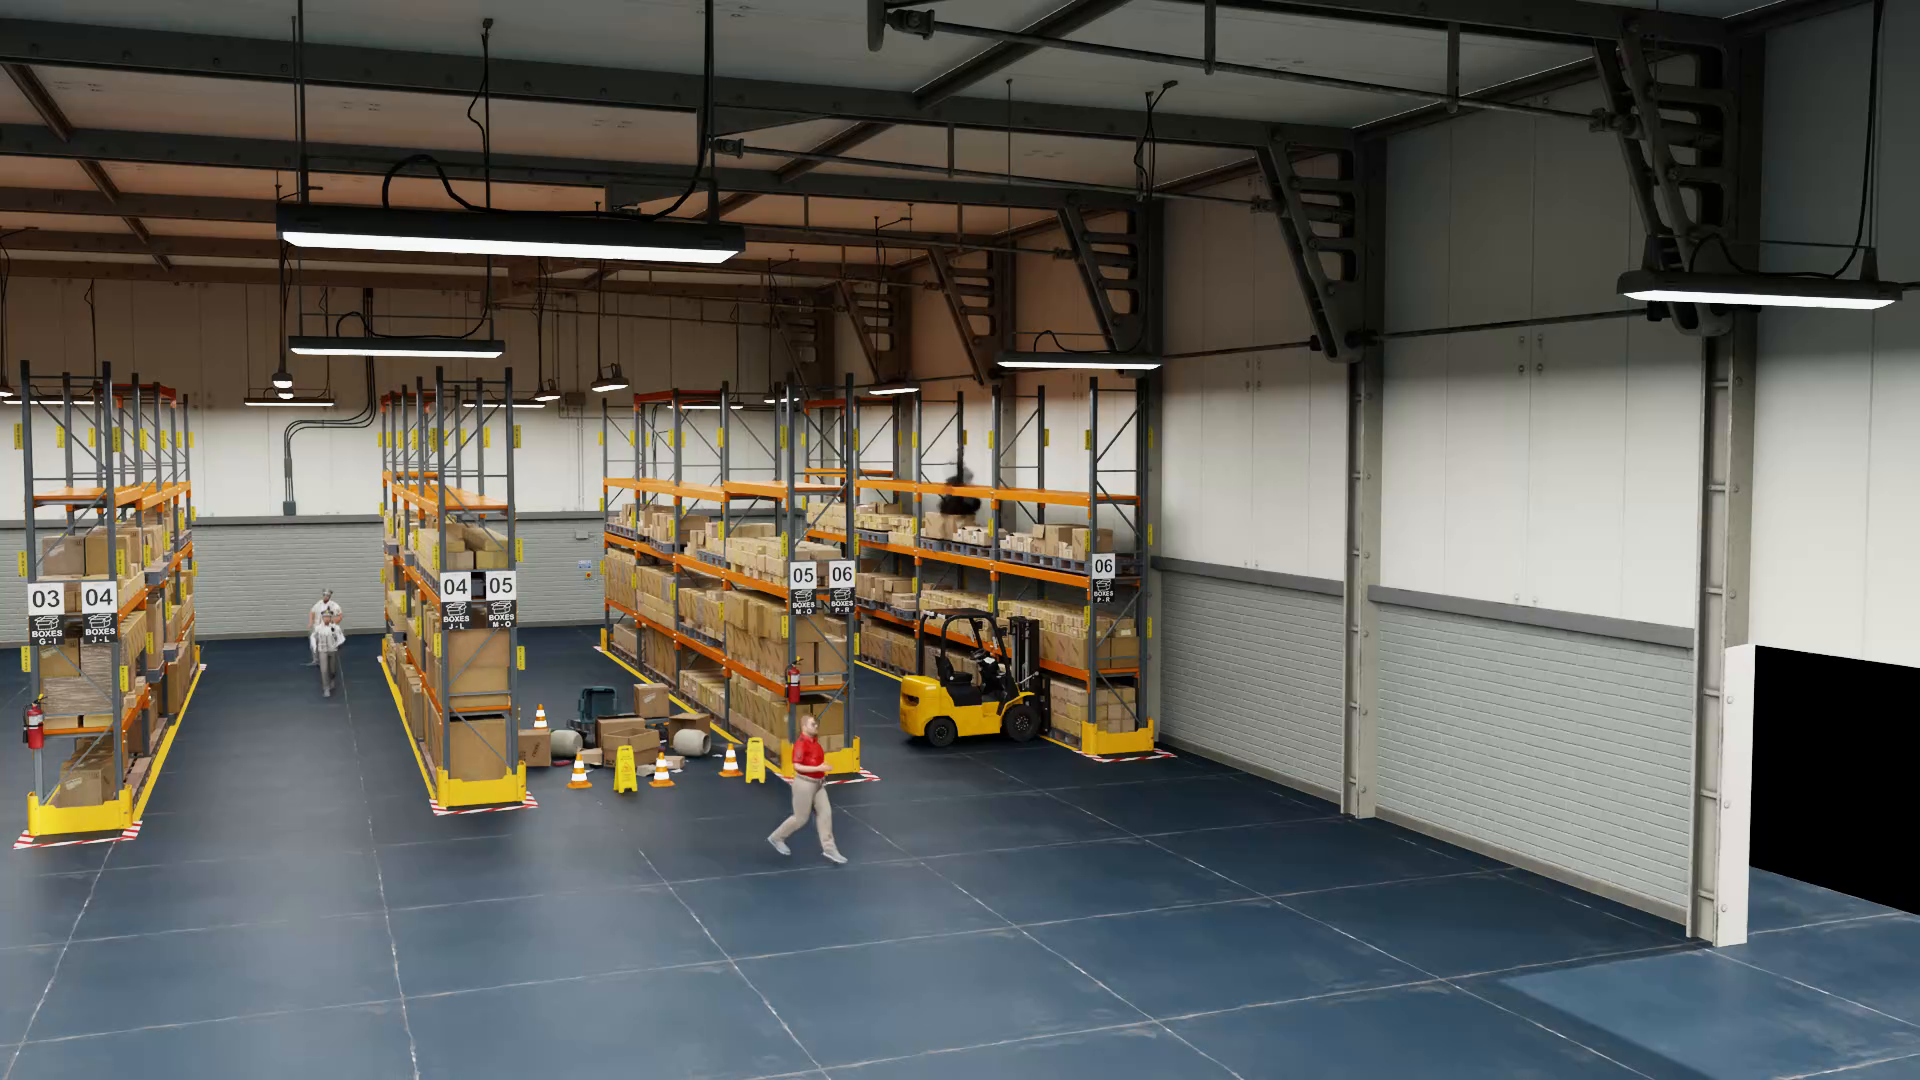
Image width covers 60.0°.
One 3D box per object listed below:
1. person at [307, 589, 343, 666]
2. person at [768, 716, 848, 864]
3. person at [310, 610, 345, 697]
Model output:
[{"bbox_3d":[-14.108,1.934,36.902,0.709,1.709,0.525,0,3,7],"label":"person"},{"bbox_3d":[-1.811,2.949,19.690,0.969,1.753,0.660,1,4,20],"label":"person"},{"bbox_3d":[-12.397,2.193,32.597,0.642,1.669,0.846,-1,4,-20],"label":"person"}]
